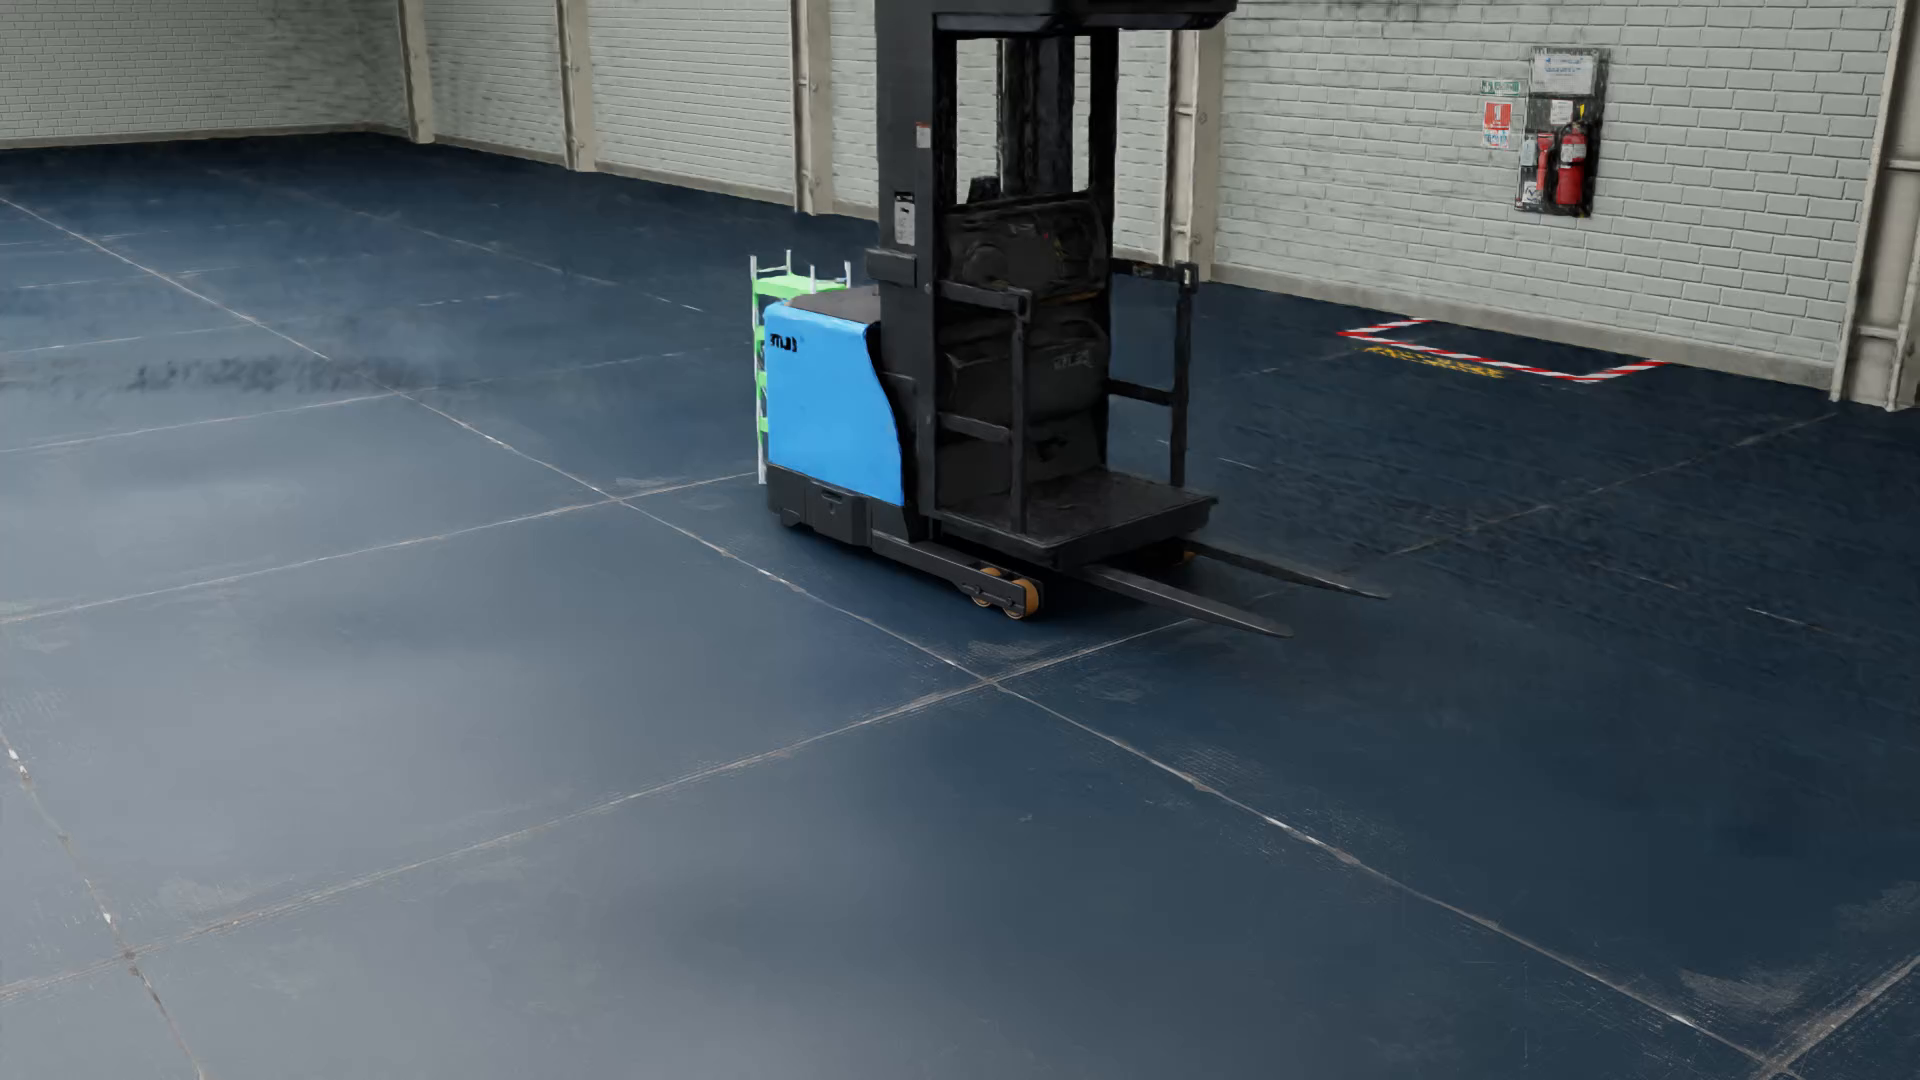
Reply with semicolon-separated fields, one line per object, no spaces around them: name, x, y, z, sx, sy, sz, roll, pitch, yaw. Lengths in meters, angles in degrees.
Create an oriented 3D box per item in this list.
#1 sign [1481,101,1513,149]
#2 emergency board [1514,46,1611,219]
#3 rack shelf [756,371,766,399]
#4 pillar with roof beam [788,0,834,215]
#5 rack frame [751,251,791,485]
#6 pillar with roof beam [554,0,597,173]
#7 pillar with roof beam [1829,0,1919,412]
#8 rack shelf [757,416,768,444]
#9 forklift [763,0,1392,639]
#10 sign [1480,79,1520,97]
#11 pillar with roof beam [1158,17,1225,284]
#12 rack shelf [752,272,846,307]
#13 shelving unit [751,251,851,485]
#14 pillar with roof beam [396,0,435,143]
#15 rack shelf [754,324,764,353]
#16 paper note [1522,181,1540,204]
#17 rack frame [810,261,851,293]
sign;3.982;-3.081;12.338;0.001;0.329;0.234;-14;23;-36
emergency board;4.245;-2.907;11.871;0.194;1.169;0.643;-14;23;-36
rack shelf;-0.797;-0.771;8.486;0.258;0.148;0.480;-16;24;-40
pillar with roof beam;-5.076;-7.256;15.459;9.100;9.000;0.400;-14;23;-36
rack frame;-0.962;-0.888;8.636;0.240;1.200;0.015;-16;24;-40
pillar with roof beam;-8.802;-8.734;19.924;9.100;9.000;0.400;-14;23;-36
pillar with roof beam;2.374;-4.299;6.529;9.100;9.000;0.400;-14;23;-36
rack shelf;-0.797;-0.543;8.561;0.258;0.148;0.480;-16;24;-40
forklift;0.426;-1.245;6.960;1.130;2.935;3.031;-16;24;-40
sign;3.978;-3.329;12.246;0.001;0.109;0.331;-14;23;-36
pillar with roof beam;-1.351;-5.777;10.994;9.100;9.000;0.400;-14;23;-36
rack shelf;-0.797;-1.227;8.335;0.258;0.148;0.480;-16;24;-40
shelving unit;-0.797;-0.832;8.466;0.258;1.200;0.503;-16;24;-40
pillar with roof beam;-12.527;-10.213;24.389;9.100;9.000;0.400;-14;23;-36
rack shelf;-0.797;-0.999;8.410;0.258;0.148;0.480;-16;24;-40
paper note;4.189;-2.546;12.182;0.016;0.148;0.142;-14;23;-36
rack frame;-0.632;-0.775;8.295;0.240;1.200;0.015;-16;24;-40
